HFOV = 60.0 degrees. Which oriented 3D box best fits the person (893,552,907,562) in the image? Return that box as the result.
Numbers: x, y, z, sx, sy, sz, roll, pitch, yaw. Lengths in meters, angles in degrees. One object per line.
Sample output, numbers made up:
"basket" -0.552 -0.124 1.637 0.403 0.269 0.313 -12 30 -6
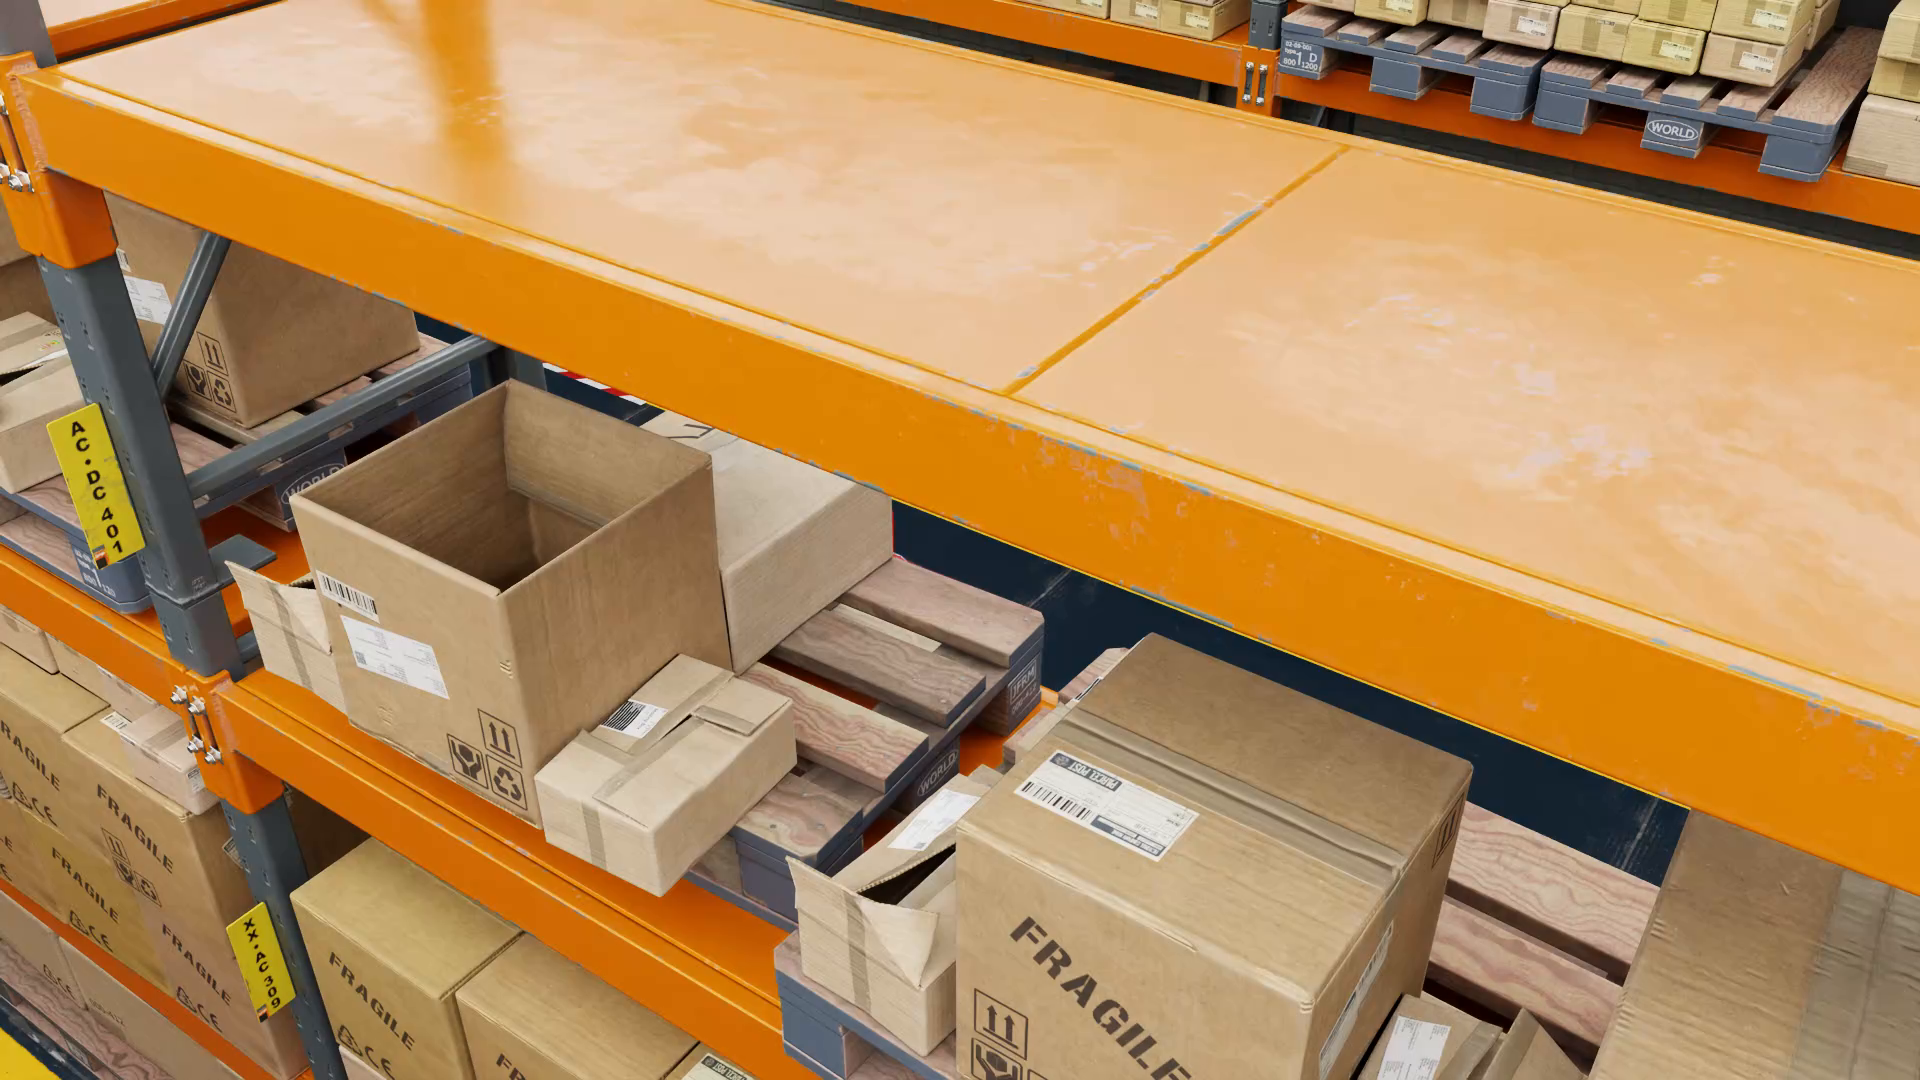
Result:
"person" -0.299 0.663 6.348 0.622 1.822 0.579 14 37 20
